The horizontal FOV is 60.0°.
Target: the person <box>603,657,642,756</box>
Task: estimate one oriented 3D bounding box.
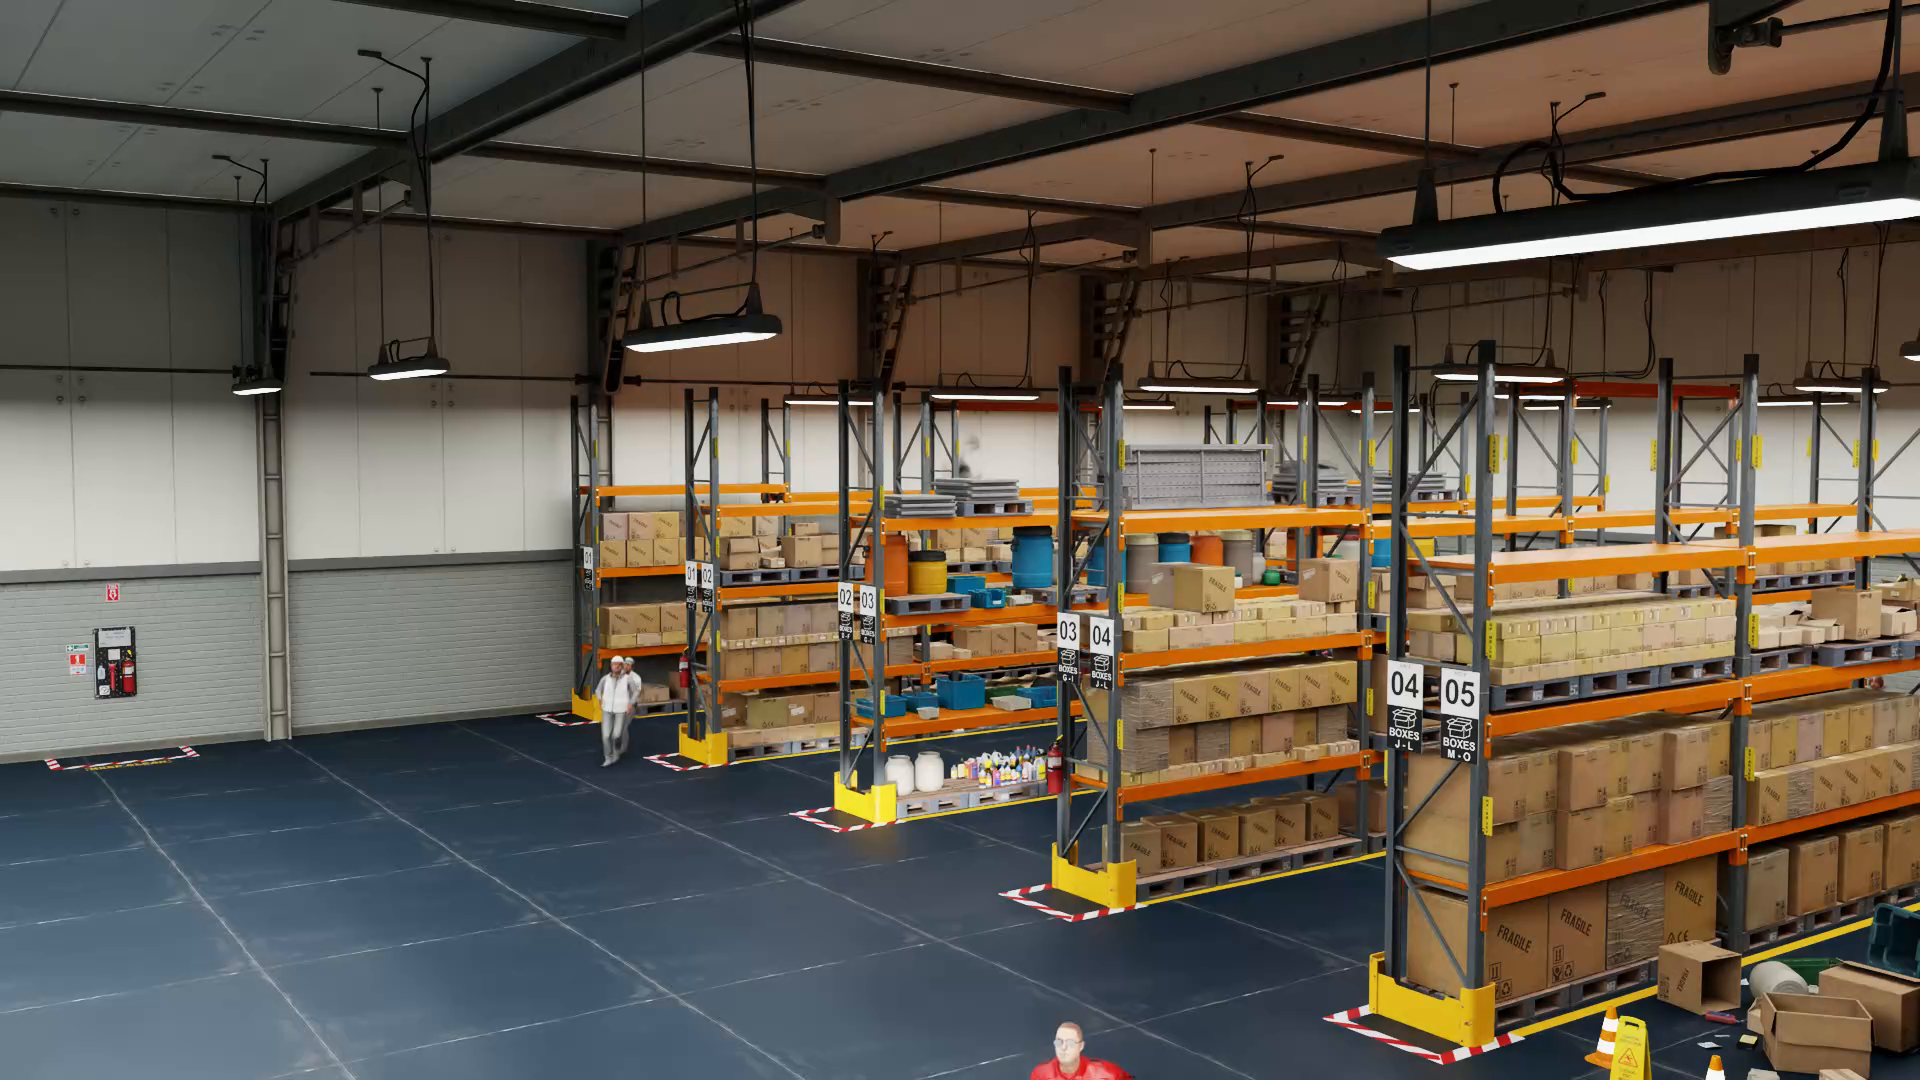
[{"bbox_3d":[-5.478,2.710,27.080,0.601,1.605,0.646,1,4,14],"label":"person"}]

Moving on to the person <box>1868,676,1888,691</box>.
[{"bbox_3d":[13.871,2.839,25.190,0.752,1.632,0.528,-3,4,-39],"label":"person"}]

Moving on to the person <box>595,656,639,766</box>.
[{"bbox_3d":[-5.463,2.716,26.351,0.685,1.742,0.523,0,3,1],"label":"person"}]

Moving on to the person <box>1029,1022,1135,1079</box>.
[{"bbox_3d":[0.679,3.729,9.957,0.650,1.679,0.718,1,4,15],"label":"person"}]
